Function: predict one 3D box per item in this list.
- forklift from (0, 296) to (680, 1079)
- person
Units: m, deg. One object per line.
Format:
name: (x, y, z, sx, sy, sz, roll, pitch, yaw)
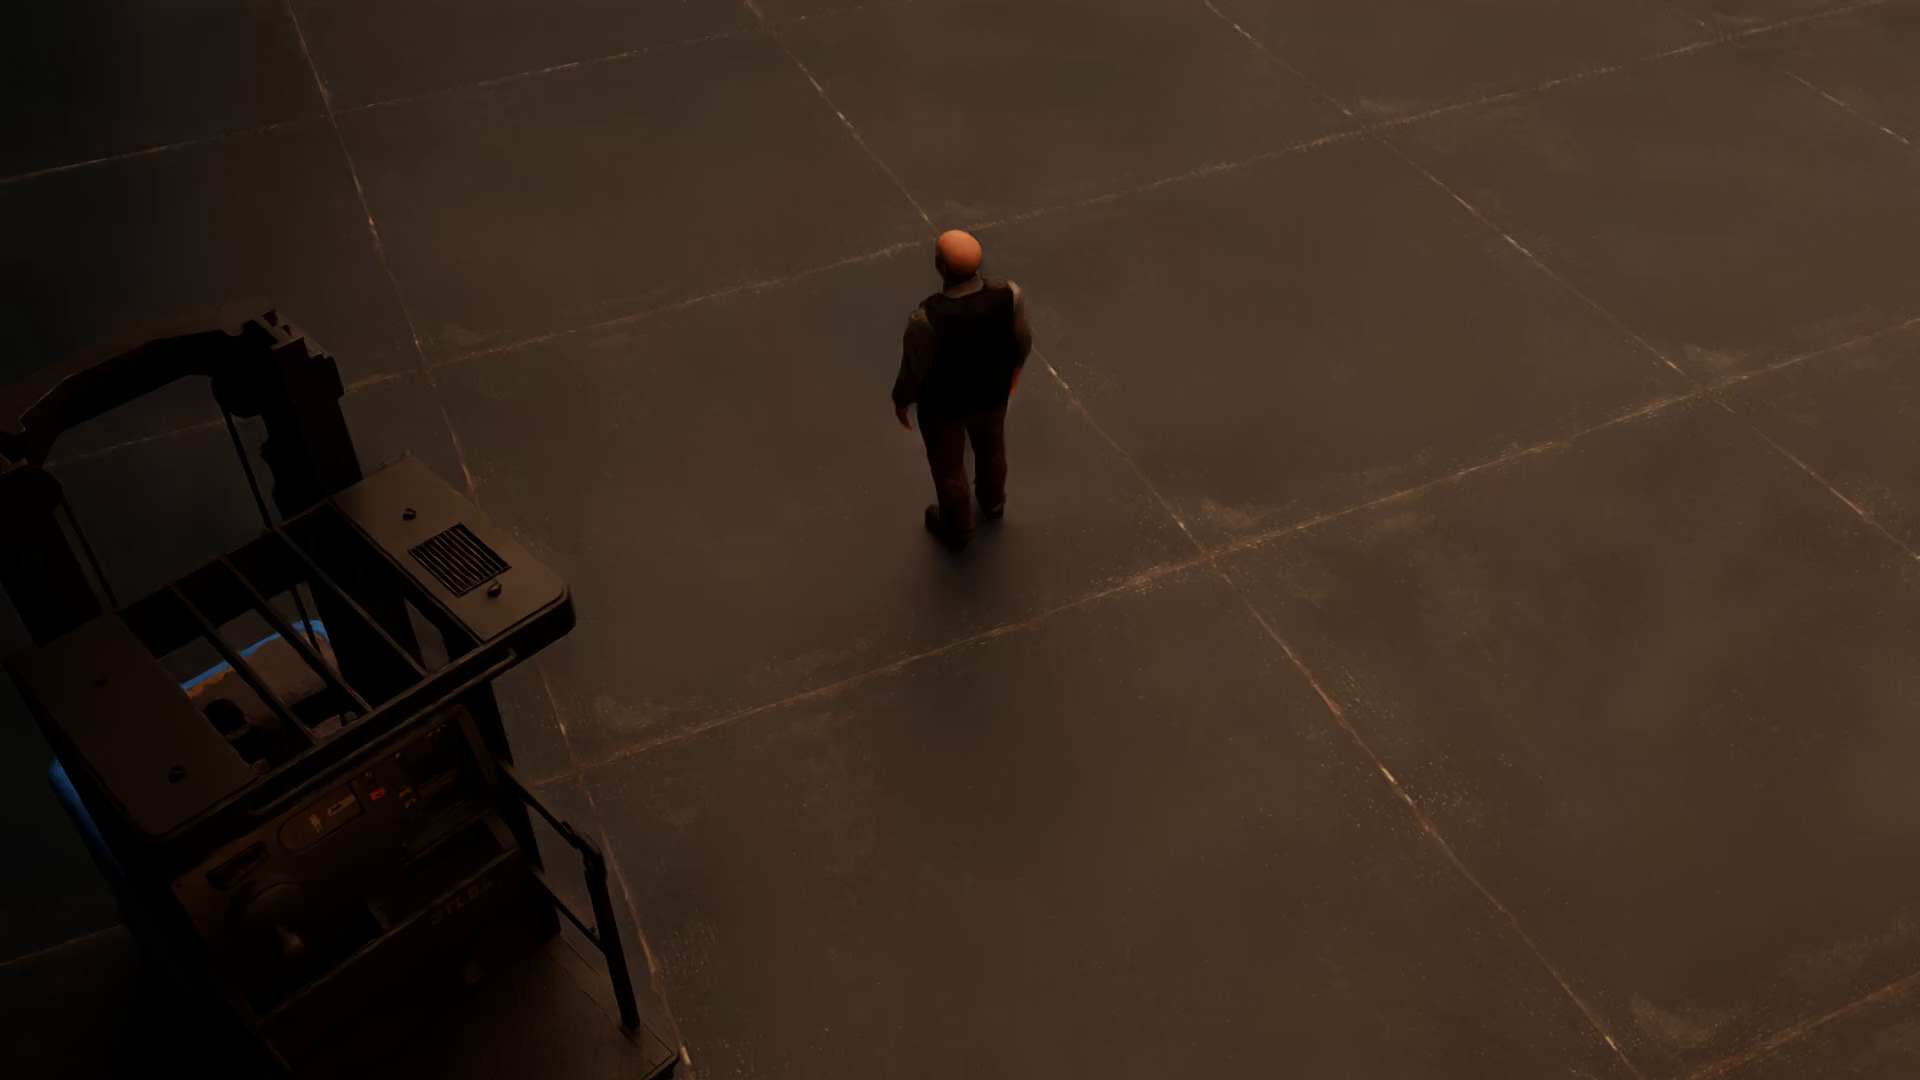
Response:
forklift: (-1.638, 0.917, 4.698, 1.130, 2.935, 3.031, -34, 53, -31)
person: (-0.019, -0.675, 7.280, 0.632, 1.720, 0.567, -18, 46, -18)
